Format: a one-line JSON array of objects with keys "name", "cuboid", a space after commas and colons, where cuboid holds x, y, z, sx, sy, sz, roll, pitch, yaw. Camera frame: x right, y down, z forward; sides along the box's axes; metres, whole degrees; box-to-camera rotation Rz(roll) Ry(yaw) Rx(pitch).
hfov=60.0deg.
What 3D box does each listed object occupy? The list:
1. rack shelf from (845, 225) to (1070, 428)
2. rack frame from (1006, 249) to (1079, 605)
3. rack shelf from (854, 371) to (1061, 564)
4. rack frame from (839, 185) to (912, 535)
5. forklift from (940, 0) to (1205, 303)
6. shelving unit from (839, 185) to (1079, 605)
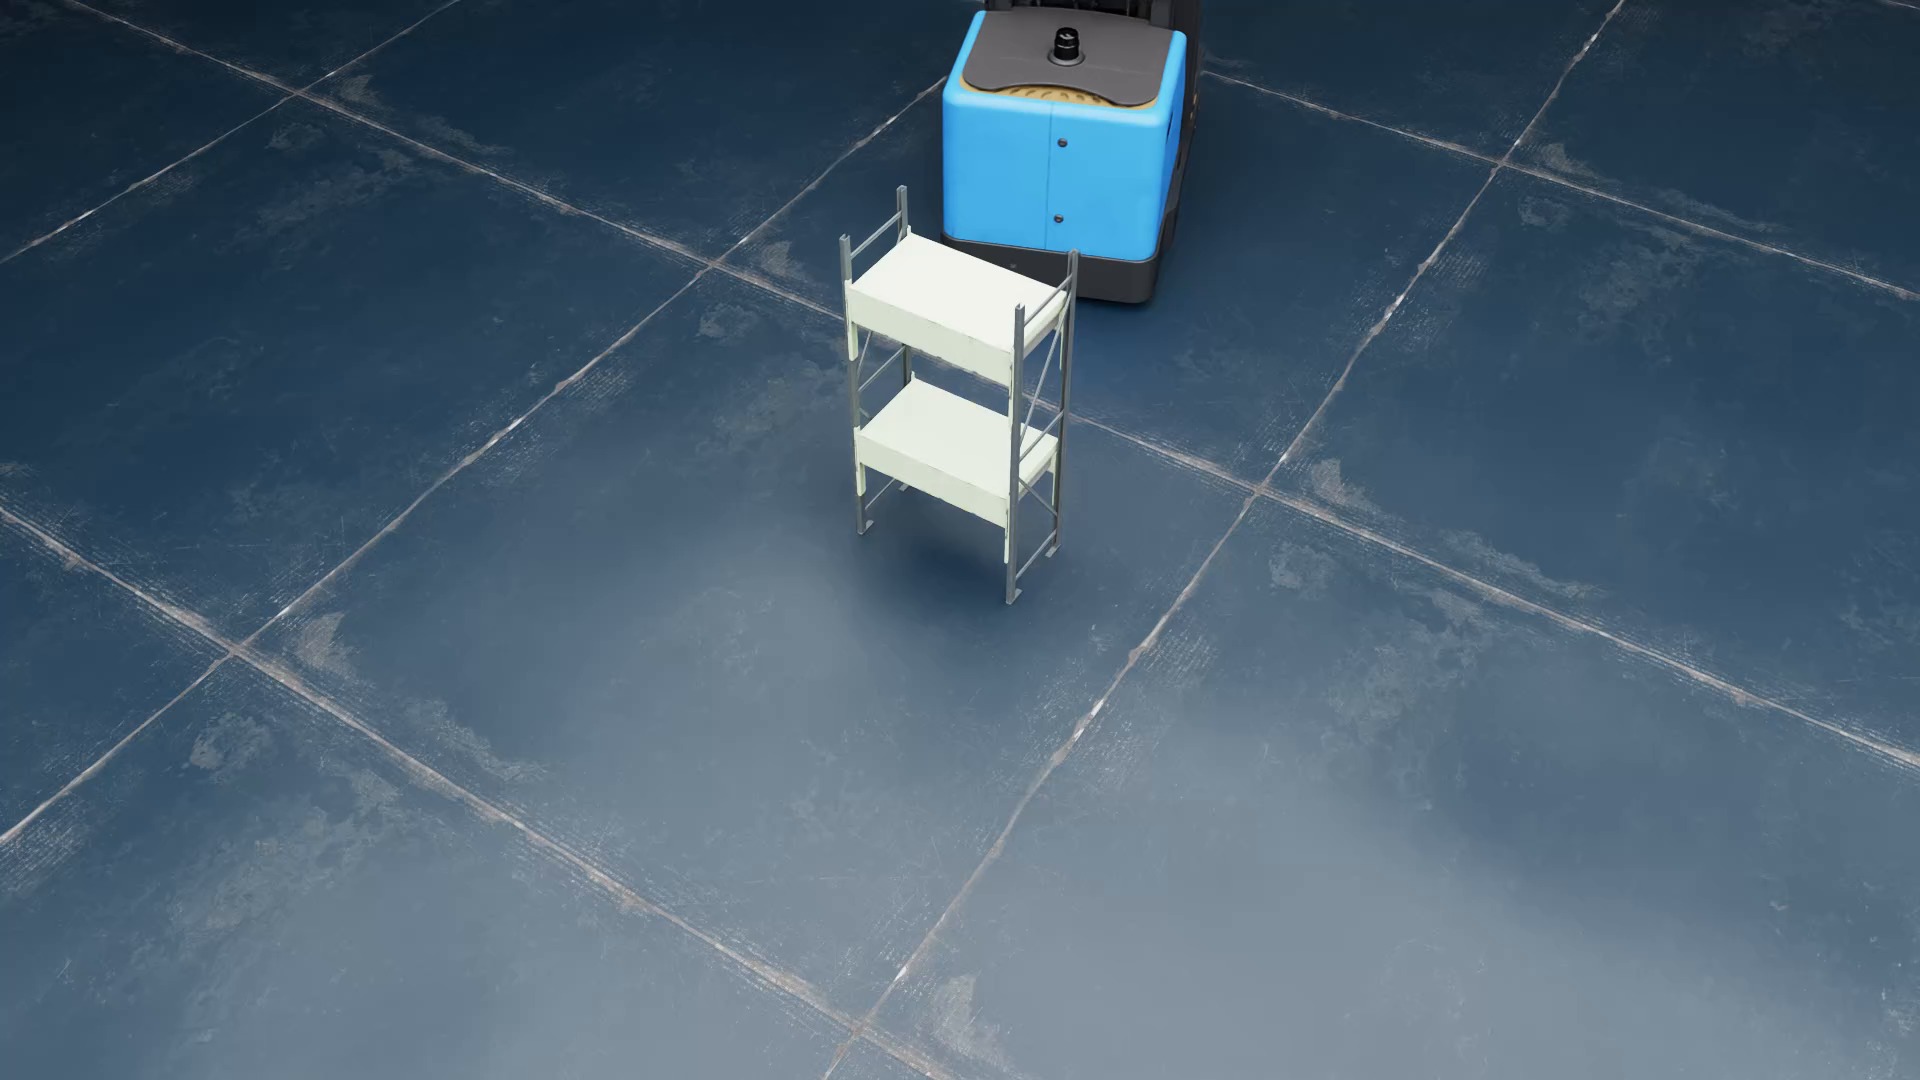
[{"name": "rack shelf", "cuboid": [-0.006, -0.797, 6.157, 0.720, 0.370, 0.431, 25, 51, 22]}, {"name": "rack frame", "cuboid": [0.302, -0.384, 6.299, 0.023, 1.500, 0.400, 25, 51, 22]}, {"name": "rack shelf", "cuboid": [-0.006, -0.298, 6.670, 0.720, 0.370, 0.431, 25, 51, 22]}, {"name": "rack frame", "cuboid": [-0.314, -0.667, 6.574, 0.023, 1.500, 0.400, 25, 51, 22]}, {"name": "forklift", "cuboid": [0.715, -3.232, 8.069, 1.130, 2.935, 3.031, 9, 46, 8]}, {"name": "shelving unit", "cuboid": [-0.006, -0.525, 6.436, 0.755, 1.500, 0.431, 25, 51, 22]}]
